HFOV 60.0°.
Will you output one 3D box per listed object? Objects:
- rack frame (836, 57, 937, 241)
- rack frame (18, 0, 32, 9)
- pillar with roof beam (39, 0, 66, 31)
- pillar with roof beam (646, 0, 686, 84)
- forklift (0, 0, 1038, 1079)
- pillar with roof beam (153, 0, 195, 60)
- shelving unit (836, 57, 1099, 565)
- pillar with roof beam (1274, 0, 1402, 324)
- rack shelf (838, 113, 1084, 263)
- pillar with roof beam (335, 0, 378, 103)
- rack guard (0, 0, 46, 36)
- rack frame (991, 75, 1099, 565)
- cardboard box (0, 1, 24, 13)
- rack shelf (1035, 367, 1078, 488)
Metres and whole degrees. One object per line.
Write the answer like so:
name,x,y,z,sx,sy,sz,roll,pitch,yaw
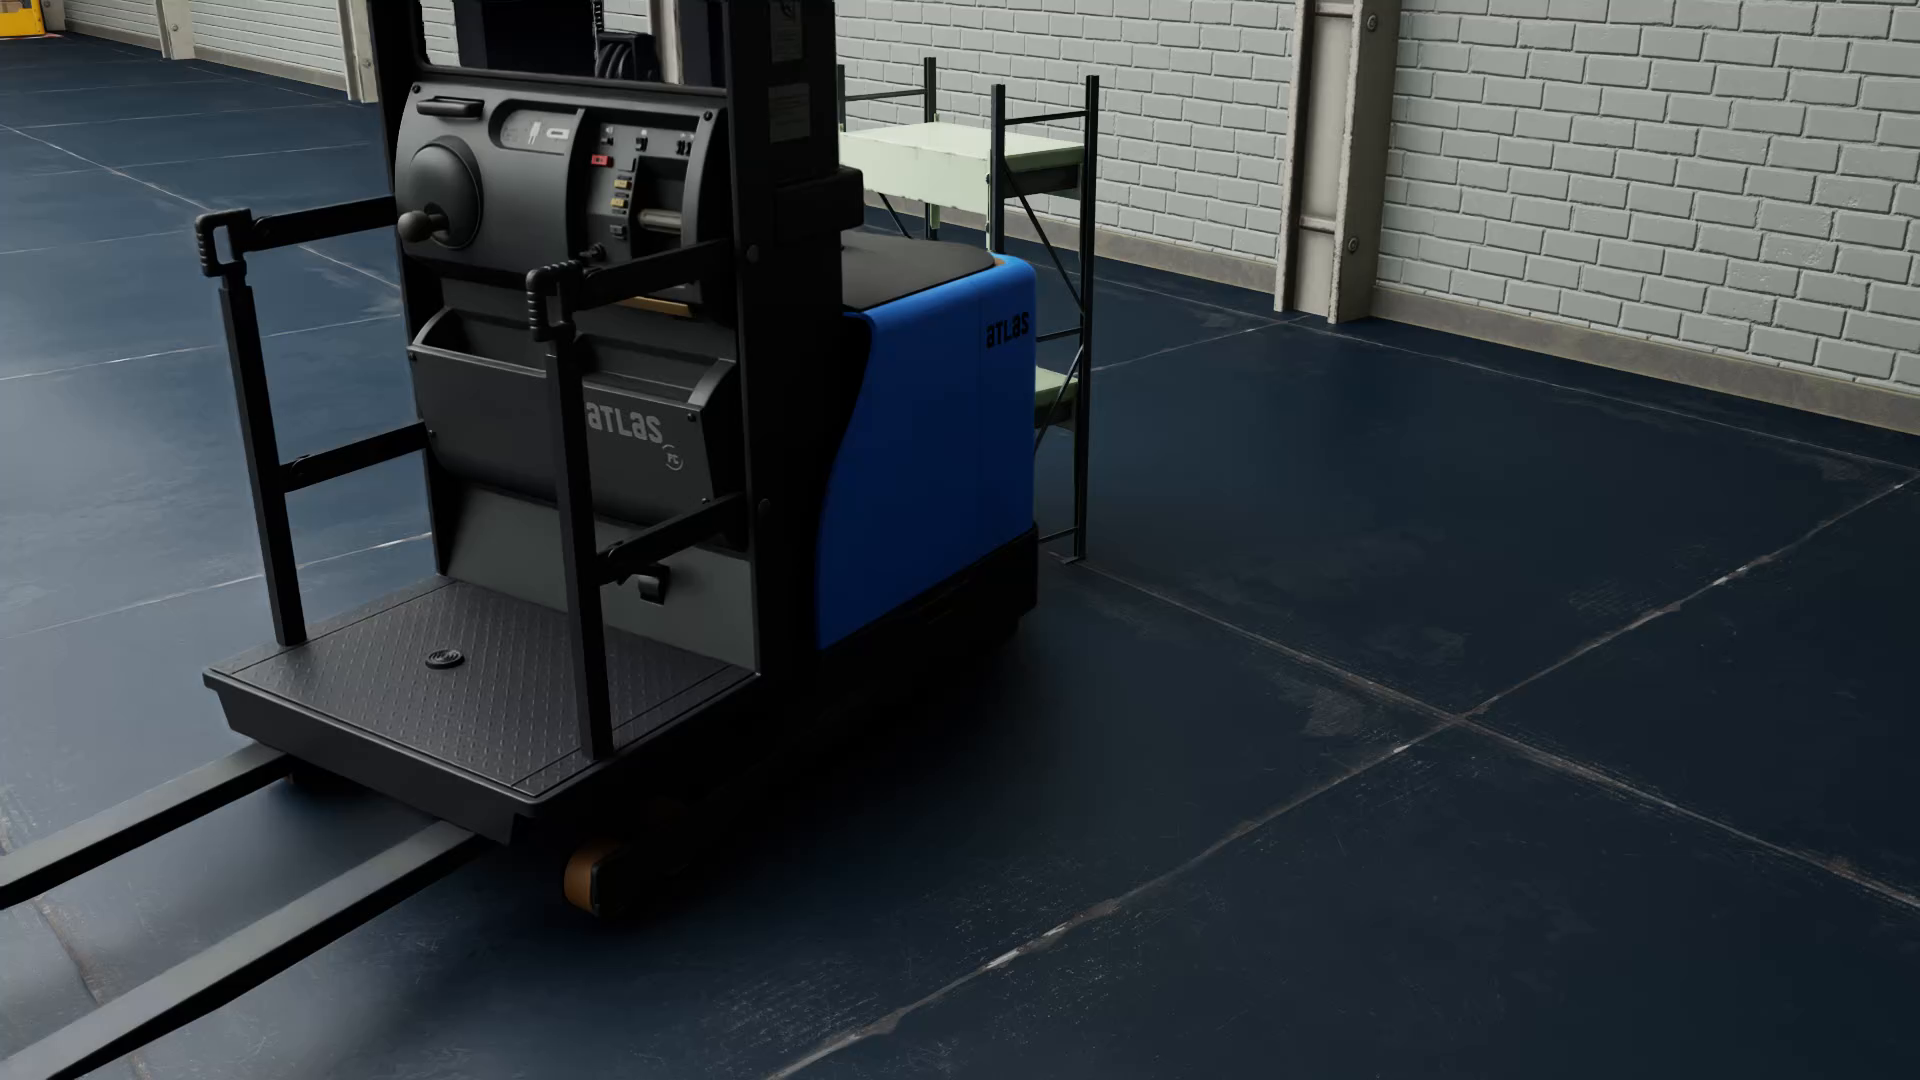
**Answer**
rack frame,-0.235,-0.798,5.464,0.400,1.500,0.023,-17,27,-37
rack frame,-14.052,-8.777,23.780,1.000,3.000,0.127,-17,27,-37
pillar with roof beam,-17.085,-10.952,21.108,9.100,9.000,0.400,-17,27,-37
pillar with roof beam,-5.336,-5.979,8.411,9.100,9.000,0.400,-17,27,-37
forklift,-1.006,-0.774,3.442,1.130,2.935,3.031,13,25,31
pillar with roof beam,-13.169,-9.295,16.876,9.100,9.000,0.400,-17,27,-37
shelving unit,0.004,-0.697,5.206,0.431,1.500,0.755,-17,27,-37
pillar with roof beam,-1.419,-4.322,4.179,9.100,9.000,0.400,-17,27,-37
rack shelf,0.004,-1.060,5.063,0.431,0.370,0.720,-17,27,-37
pillar with roof beam,-9.252,-7.637,12.644,9.100,9.000,0.400,-17,27,-37
rack guard,-14.036,-7.606,24.219,1.175,0.500,0.348,-17,27,-37
rack frame,0.243,-0.595,4.948,0.400,1.500,0.023,-17,27,-37
cardboard box,-14.224,-7.874,24.670,0.500,0.250,0.500,-17,27,-37
rack shelf,0.004,-0.393,5.325,0.431,0.370,0.720,-17,27,-37
